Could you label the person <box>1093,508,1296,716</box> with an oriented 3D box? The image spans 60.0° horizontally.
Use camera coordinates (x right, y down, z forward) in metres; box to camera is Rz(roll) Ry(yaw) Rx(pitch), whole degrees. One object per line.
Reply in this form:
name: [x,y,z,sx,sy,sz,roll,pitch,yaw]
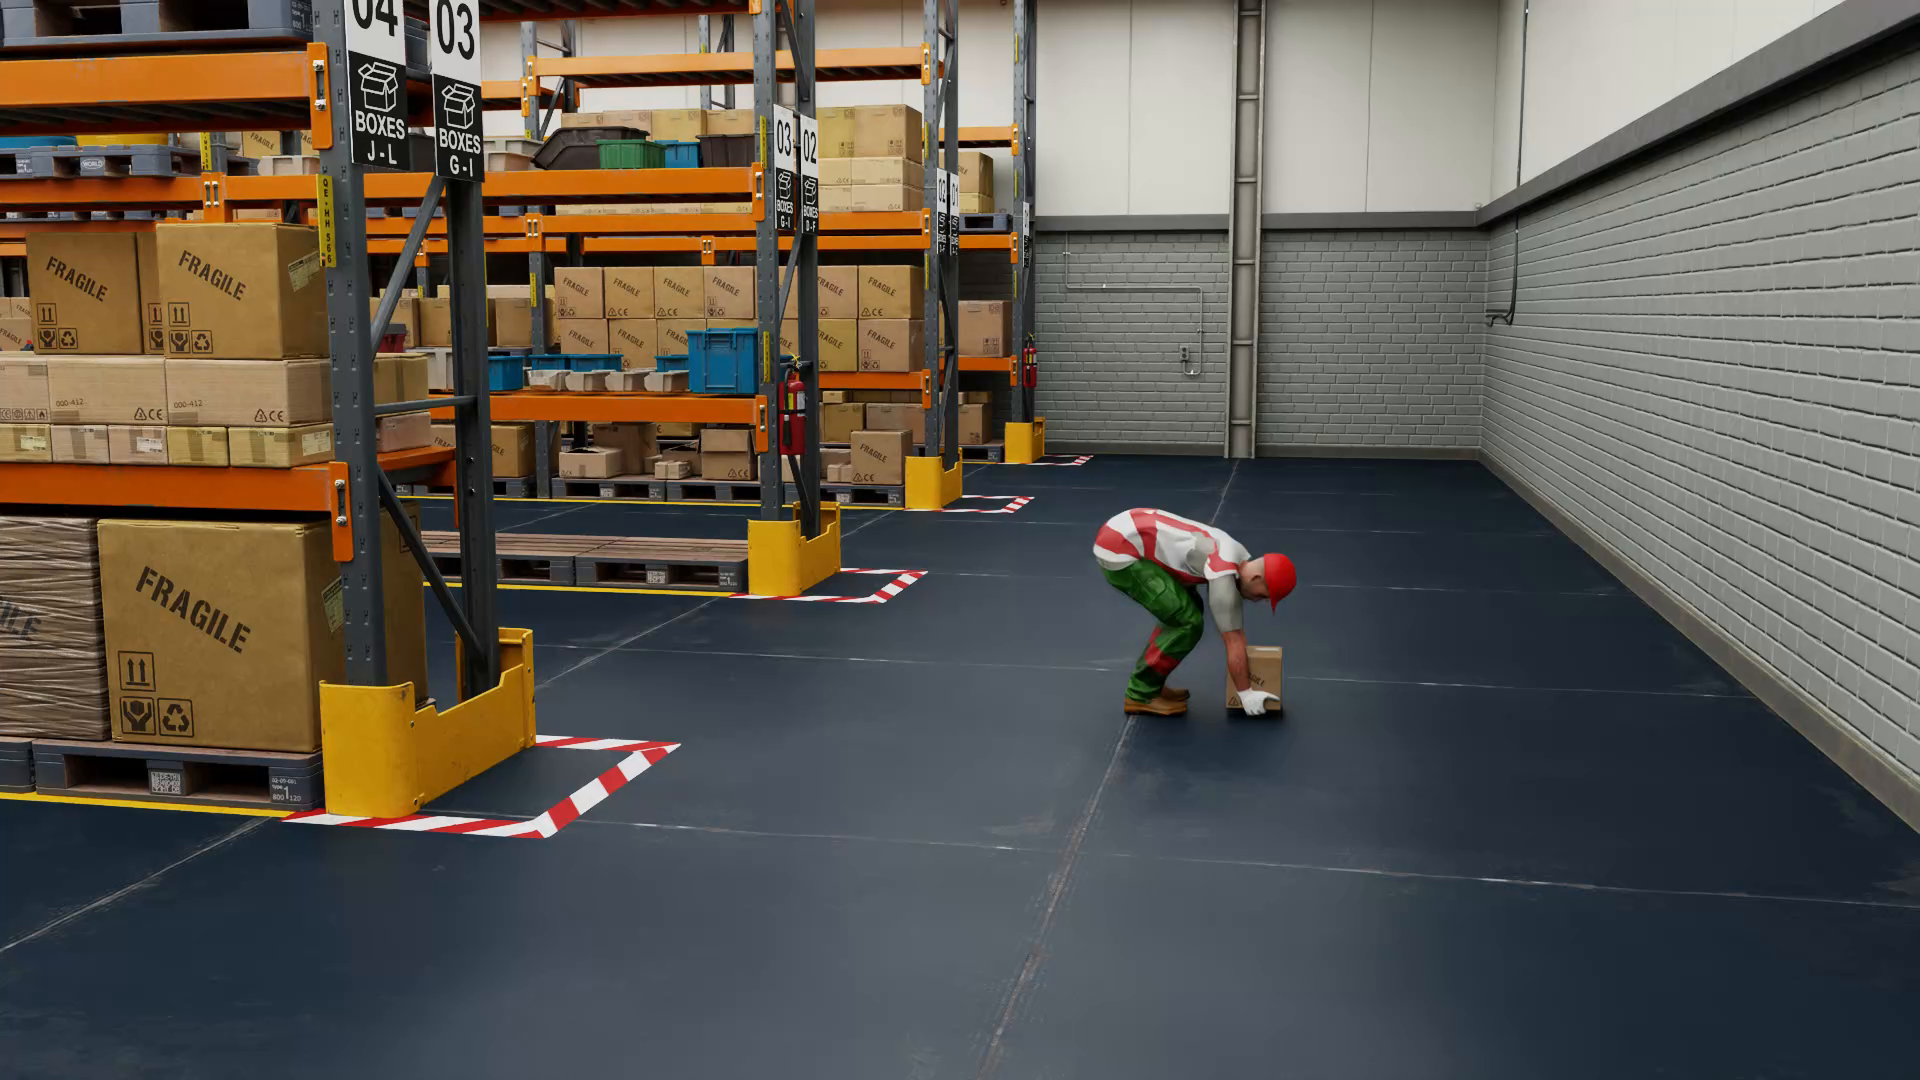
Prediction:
person: [1.101,0.330,7.857,0.949,0.956,0.534,1,8,8]
